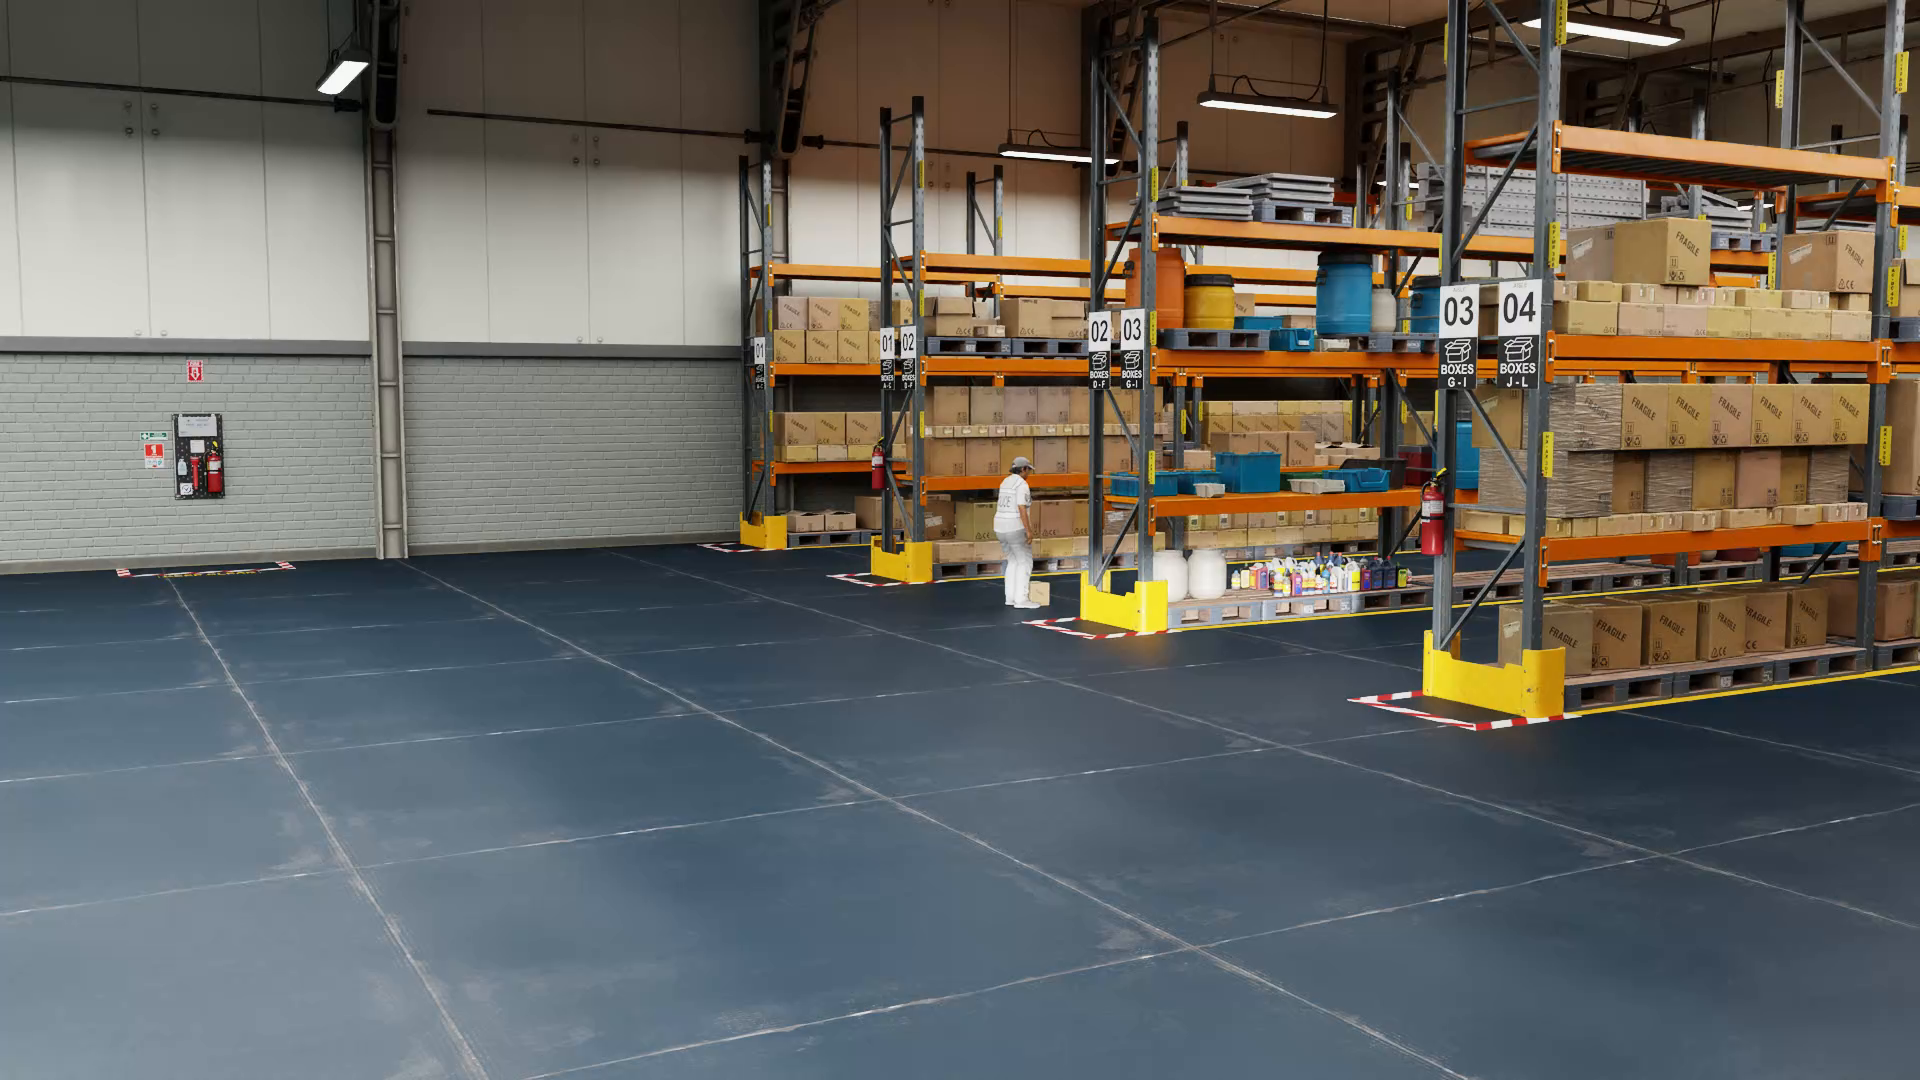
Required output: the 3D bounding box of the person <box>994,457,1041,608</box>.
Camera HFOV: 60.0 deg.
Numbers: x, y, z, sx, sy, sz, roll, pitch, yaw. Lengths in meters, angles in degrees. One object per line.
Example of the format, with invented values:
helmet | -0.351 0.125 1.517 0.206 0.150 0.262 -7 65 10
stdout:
person | 0.640 -0.092 18.489 0.465 1.666 0.538 -3 6 -28
